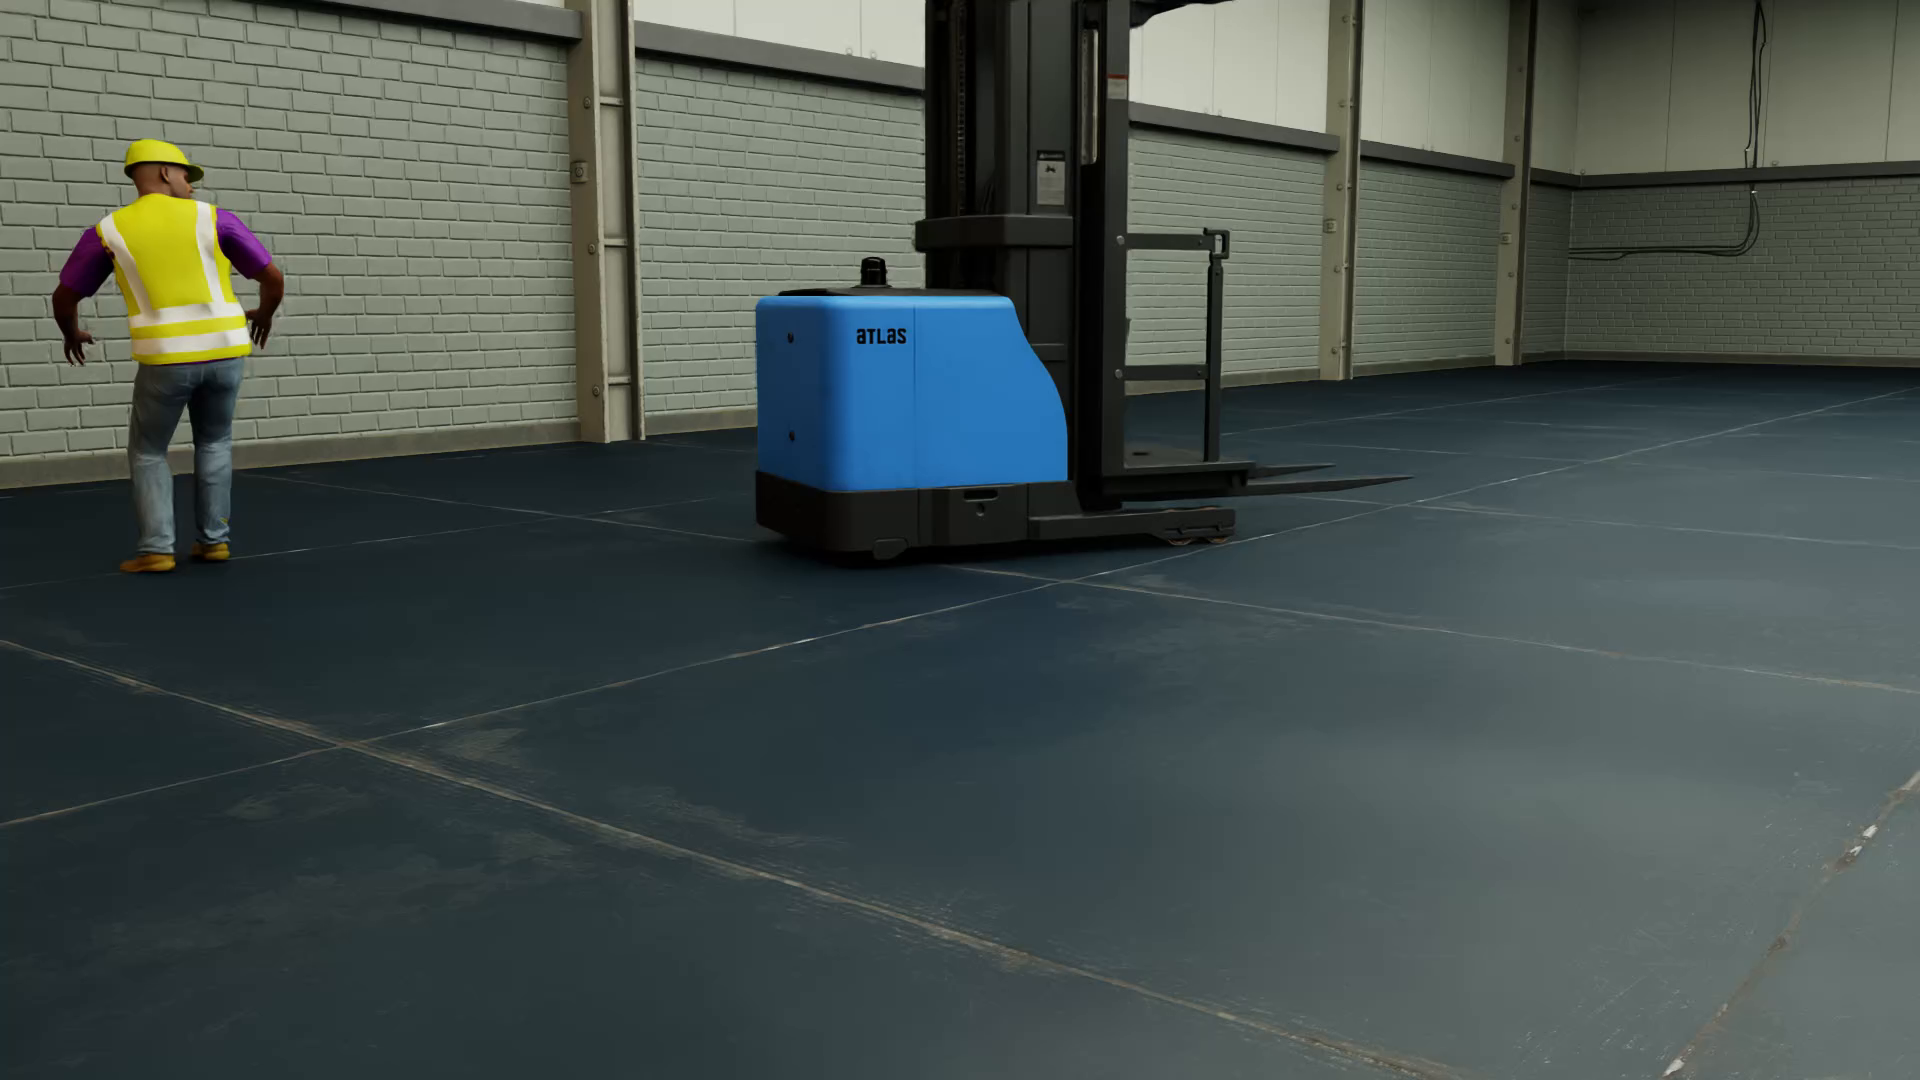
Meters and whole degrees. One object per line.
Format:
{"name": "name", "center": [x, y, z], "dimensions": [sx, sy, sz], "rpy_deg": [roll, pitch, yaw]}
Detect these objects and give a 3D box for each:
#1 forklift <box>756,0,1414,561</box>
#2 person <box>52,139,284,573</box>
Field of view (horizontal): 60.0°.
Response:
{"name": "forklift", "center": [0.653, -1.486, 7.434], "dimensions": [3.031, 2.935, 1.130], "rpy_deg": [-4, 9, -24]}
{"name": "person", "center": [-3.158, -0.728, 6.665], "dimensions": [0.821, 1.716, 0.645], "rpy_deg": [-5, 10, -32]}
